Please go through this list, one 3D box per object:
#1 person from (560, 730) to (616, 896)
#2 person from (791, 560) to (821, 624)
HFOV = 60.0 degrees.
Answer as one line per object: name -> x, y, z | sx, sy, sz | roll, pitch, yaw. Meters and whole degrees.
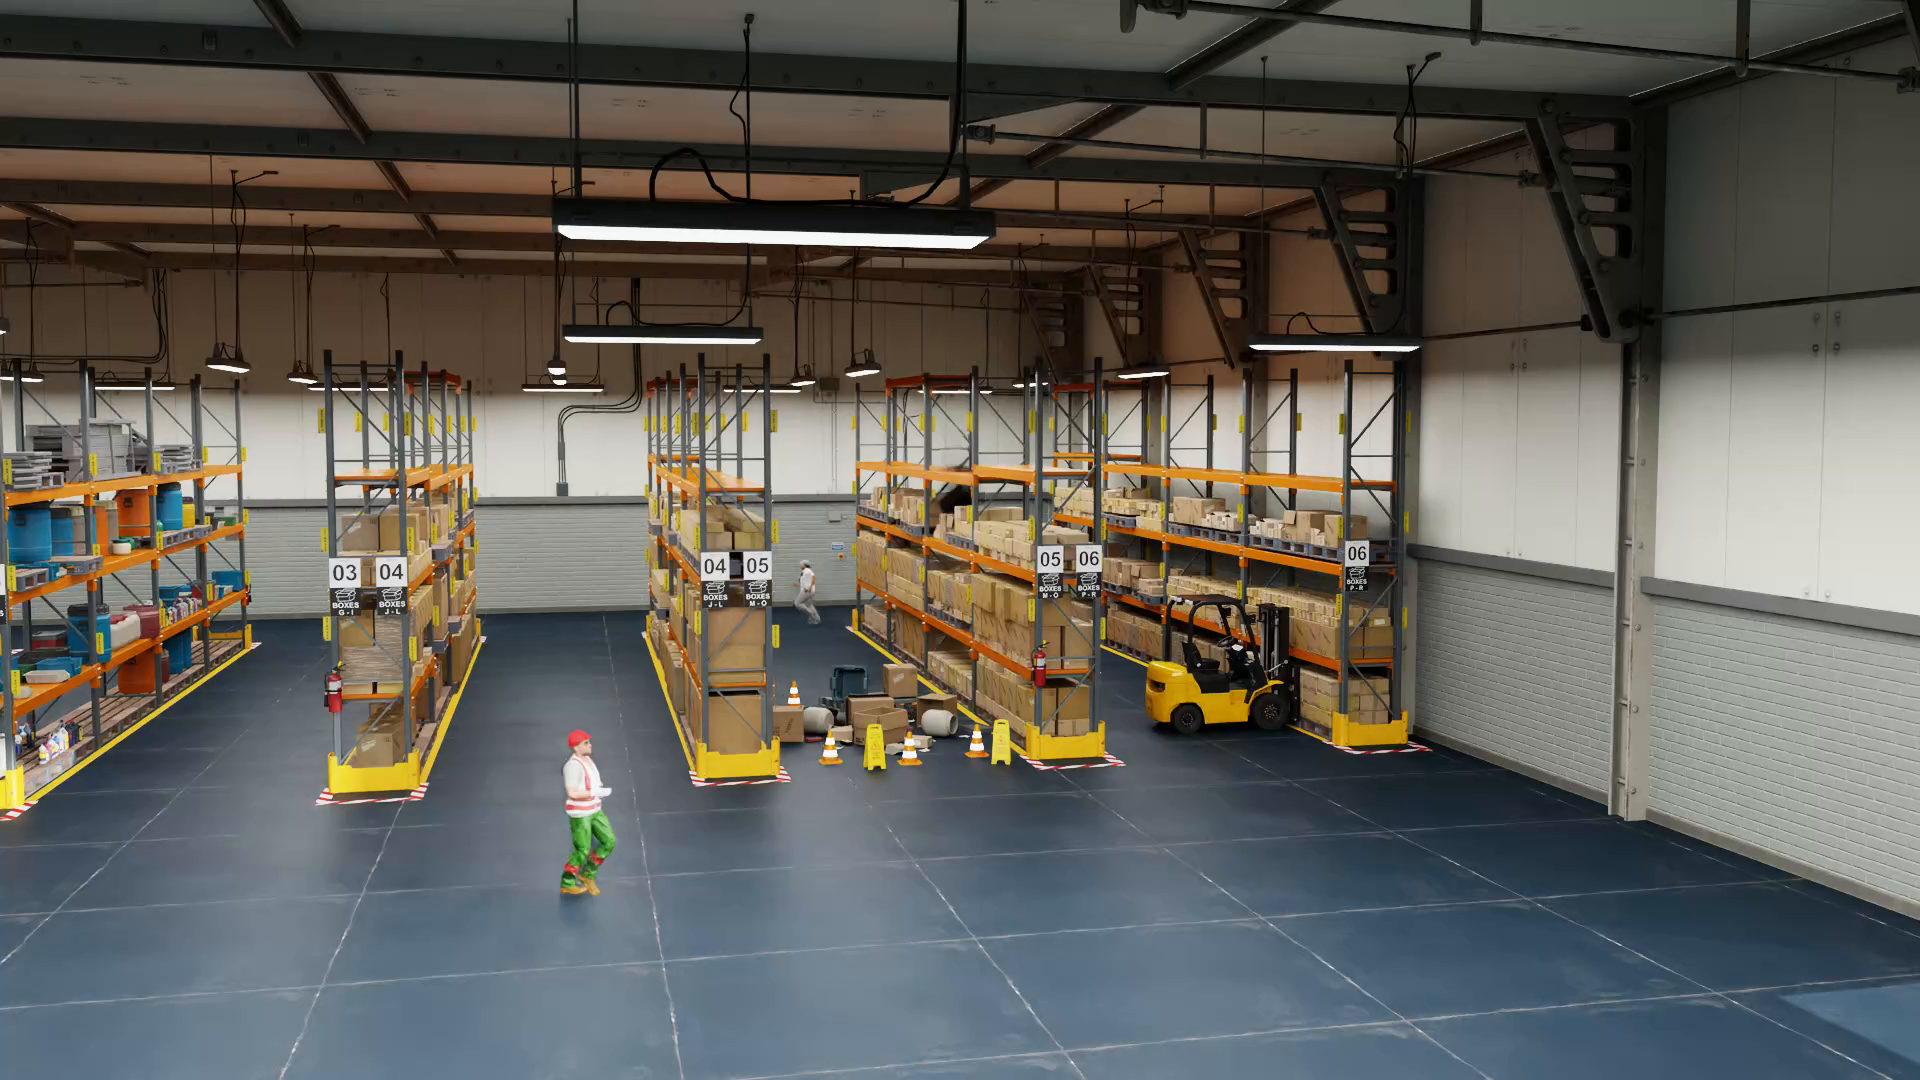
person -> -3.914, 2.895, 17.549 | 0.655, 1.795, 0.634 | 1, 4, 14
person -> -3.833, 1.299, 41.431 | 0.747, 1.617, 0.624 | 0, 4, -3
